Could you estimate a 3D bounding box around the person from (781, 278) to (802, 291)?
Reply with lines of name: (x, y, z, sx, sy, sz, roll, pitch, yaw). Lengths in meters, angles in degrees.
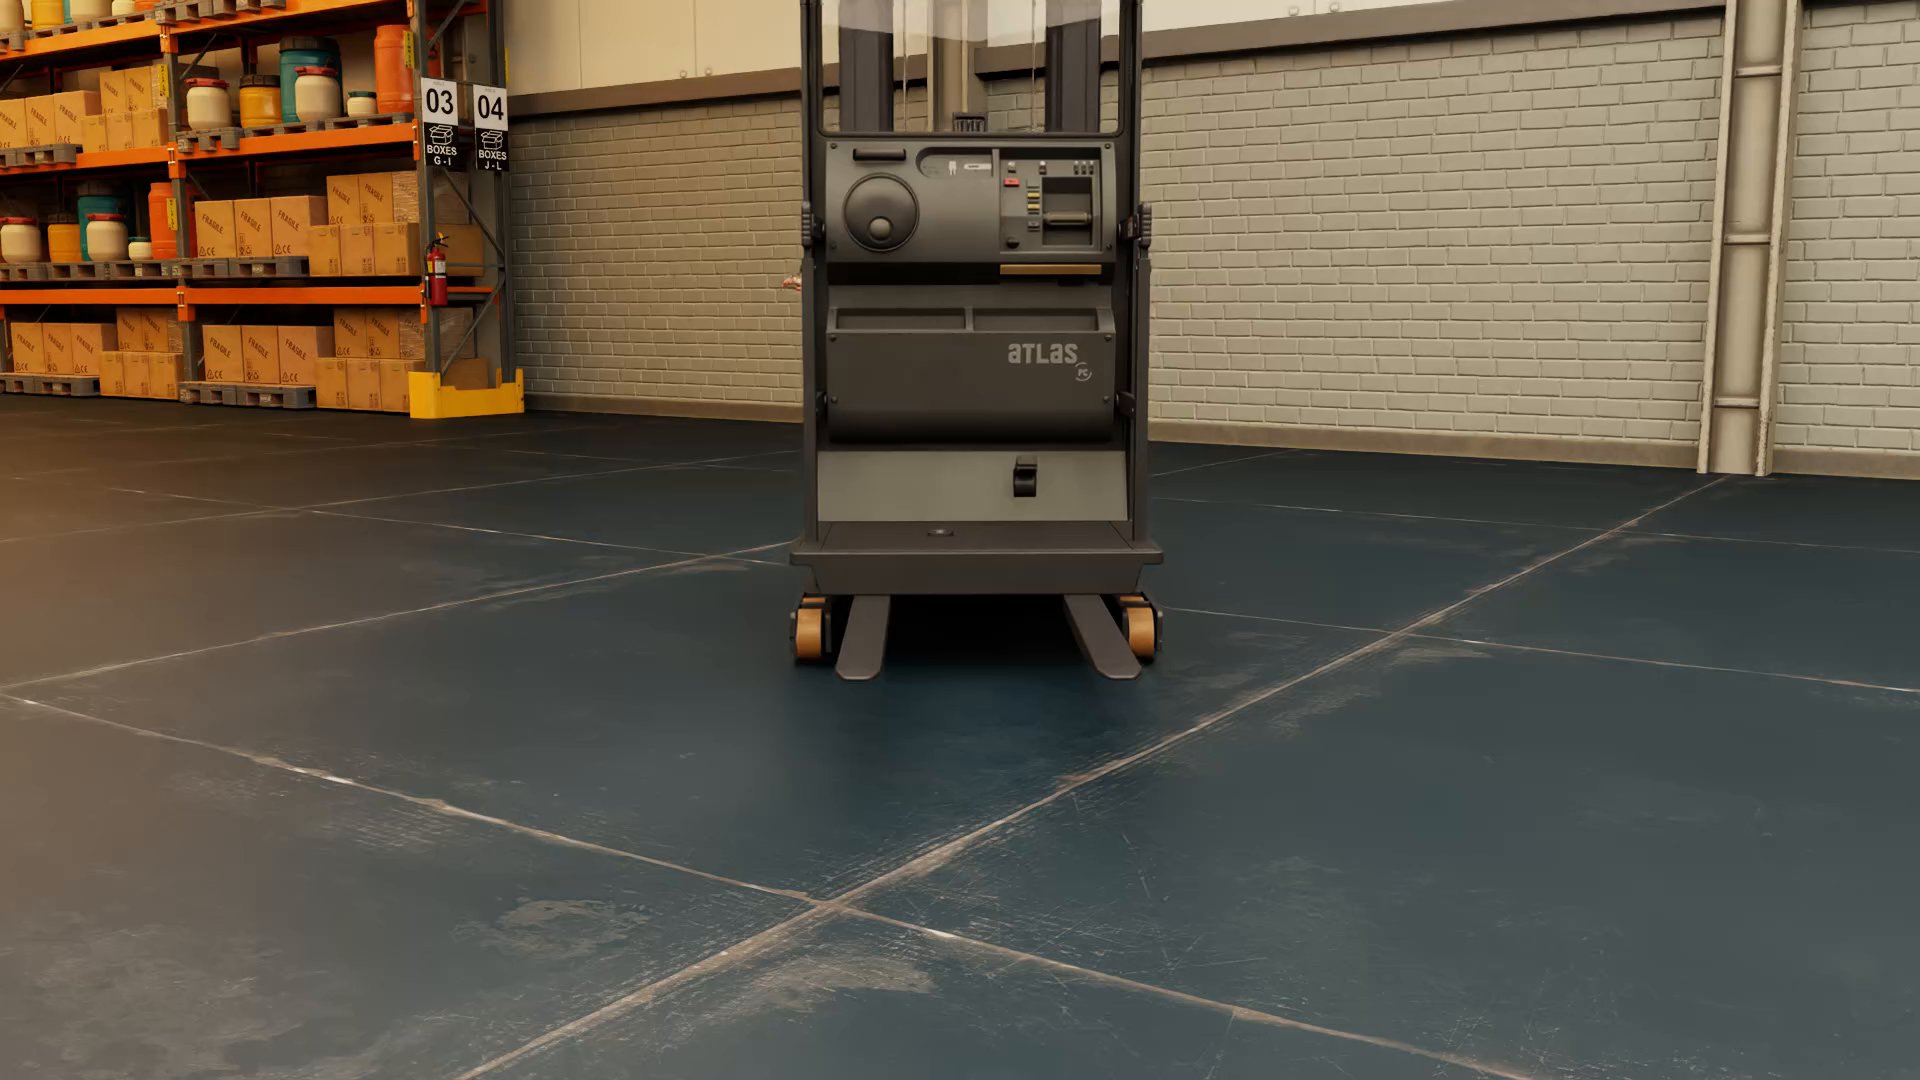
person: (-0.096, -0.672, 7.515, 1.454, 1.383, 0.681, 2, 8, 13)

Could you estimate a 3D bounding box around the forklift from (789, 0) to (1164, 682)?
forklift: (0.041, -1.128, 5.124, 1.130, 2.935, 3.031, 0, 8, -1)
